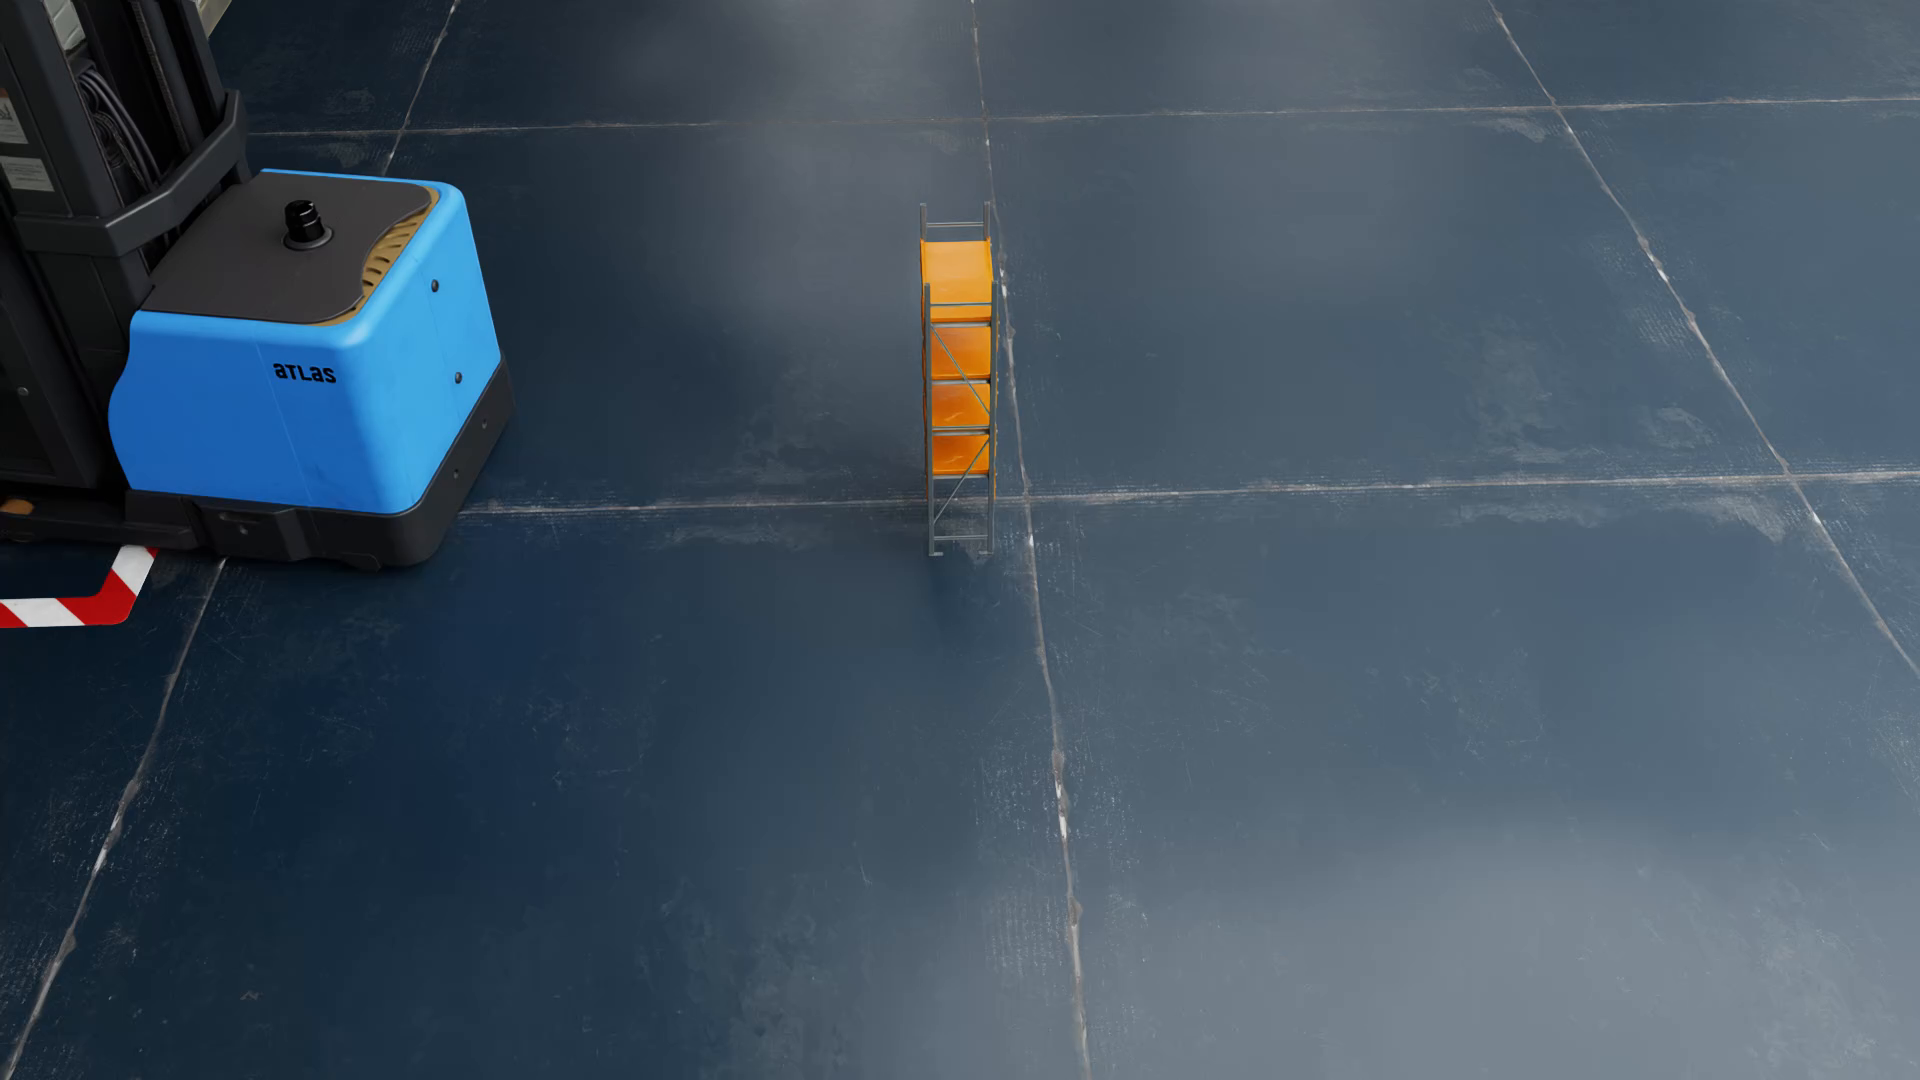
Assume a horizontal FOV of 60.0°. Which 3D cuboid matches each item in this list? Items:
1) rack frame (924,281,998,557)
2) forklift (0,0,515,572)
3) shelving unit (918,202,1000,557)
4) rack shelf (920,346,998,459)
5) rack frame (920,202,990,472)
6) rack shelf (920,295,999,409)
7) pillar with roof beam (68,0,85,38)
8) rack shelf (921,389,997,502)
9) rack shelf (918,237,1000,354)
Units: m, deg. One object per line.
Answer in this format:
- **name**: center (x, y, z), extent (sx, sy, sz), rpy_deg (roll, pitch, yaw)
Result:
- **rack frame**: center (0.003, -0.389, 5.787), extent (0.240, 1.200, 0.015), rpy_deg (-2, 43, -2)
- **forklift**: center (-3.360, -1.419, 5.629), extent (3.031, 2.935, 1.130), rpy_deg (6, 43, 6)
- **shelving unit**: center (-0.007, -0.554, 5.966), extent (0.258, 1.200, 0.503), rpy_deg (-2, 43, -2)
- **rack shelf**: center (-0.007, -0.504, 6.012), extent (0.258, 0.148, 0.480), rpy_deg (-2, 43, -2)
- **rack frame**: center (-0.017, -0.719, 6.146), extent (0.240, 1.200, 0.015), rpy_deg (-2, 43, -2)
- **rack shelf**: center (-0.007, -0.669, 5.861), extent (0.258, 0.148, 0.480), rpy_deg (-2, 43, -2)
- **pillar with roof beam**: center (0.250, -5.512, 5.603), extent (9.100, 9.000, 0.400), rpy_deg (-2, 43, -2)
- **rack shelf**: center (-0.007, -0.358, 6.146), extent (0.258, 0.148, 0.480), rpy_deg (-2, 43, -2)
- **rack shelf**: center (-0.007, -0.844, 5.701), extent (0.258, 0.148, 0.480), rpy_deg (-2, 43, -2)
